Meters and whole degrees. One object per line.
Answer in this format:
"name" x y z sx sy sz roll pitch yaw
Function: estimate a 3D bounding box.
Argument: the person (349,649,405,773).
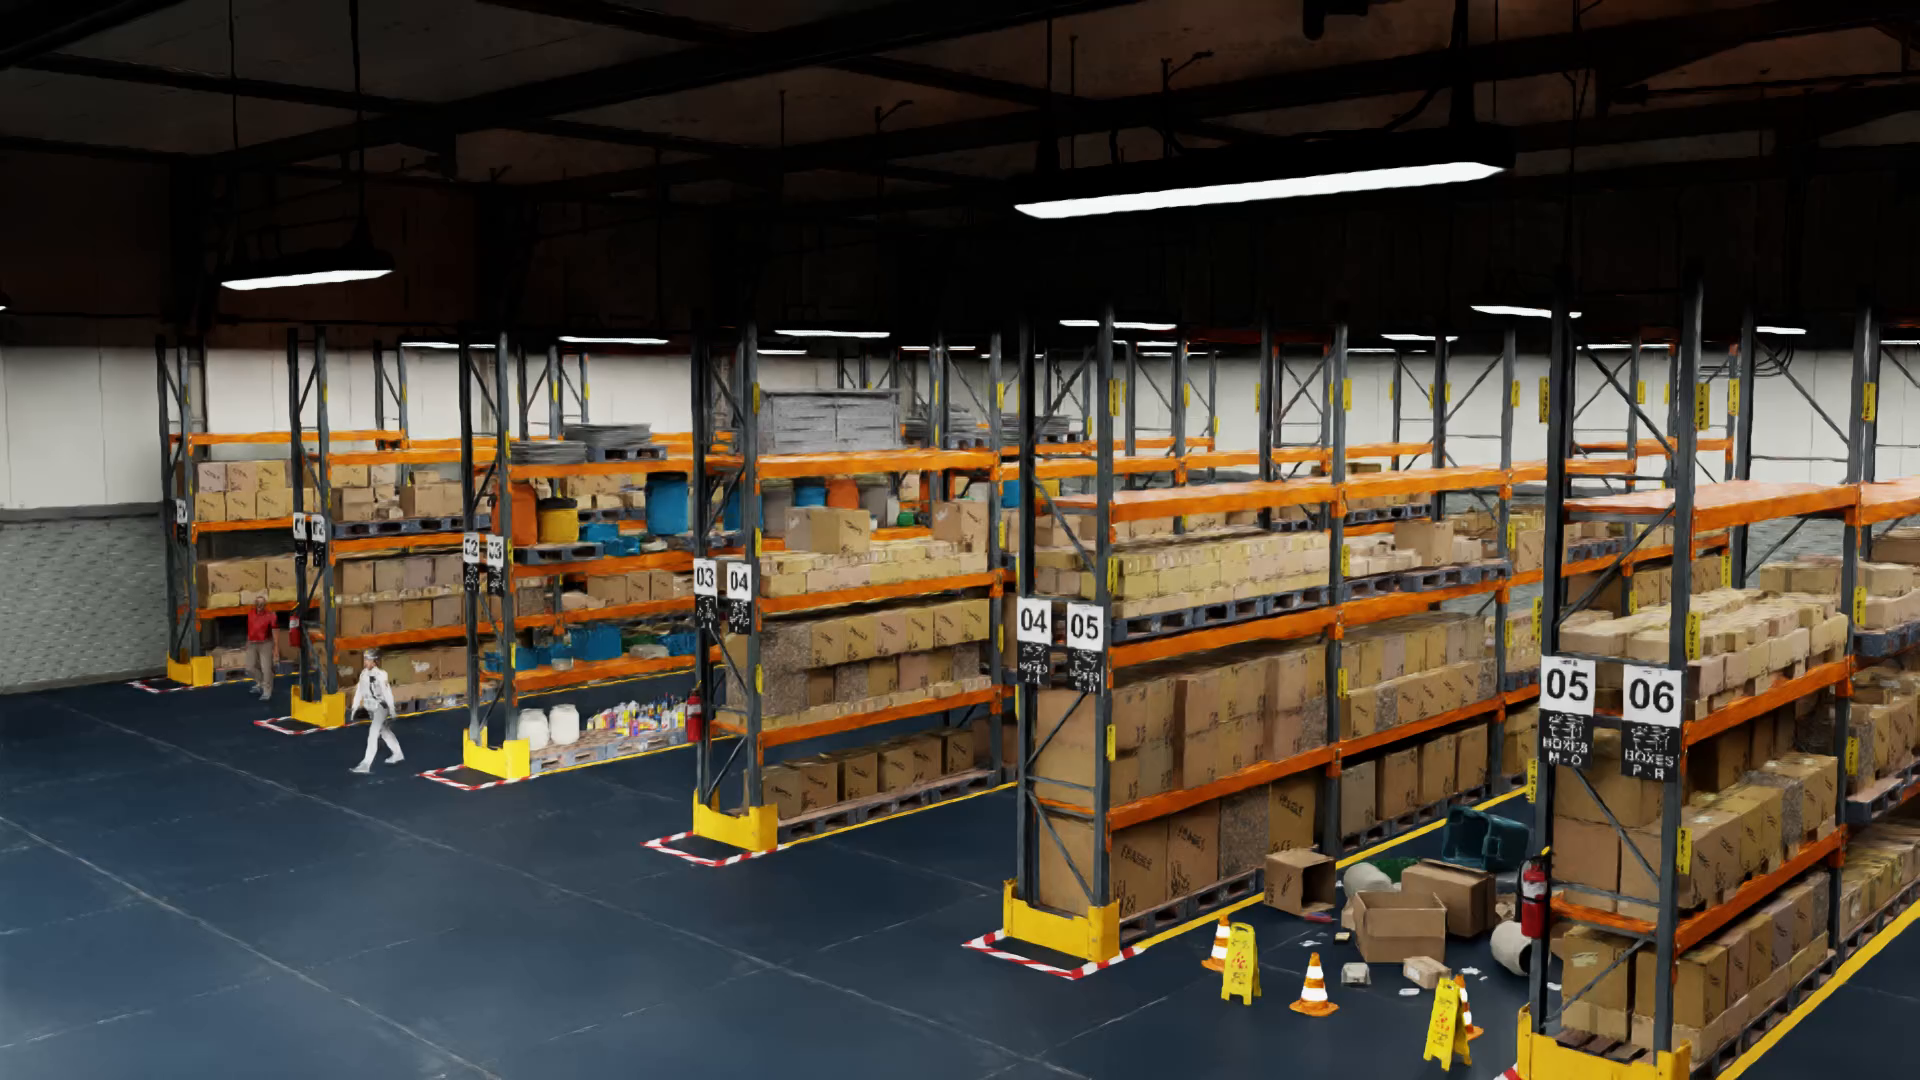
"person" -7.852 2.252 22.275 0.482 1.616 0.994 4 6 34

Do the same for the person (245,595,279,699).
"person" -11.470 1.743 27.376 0.607 1.720 0.547 1 5 7
